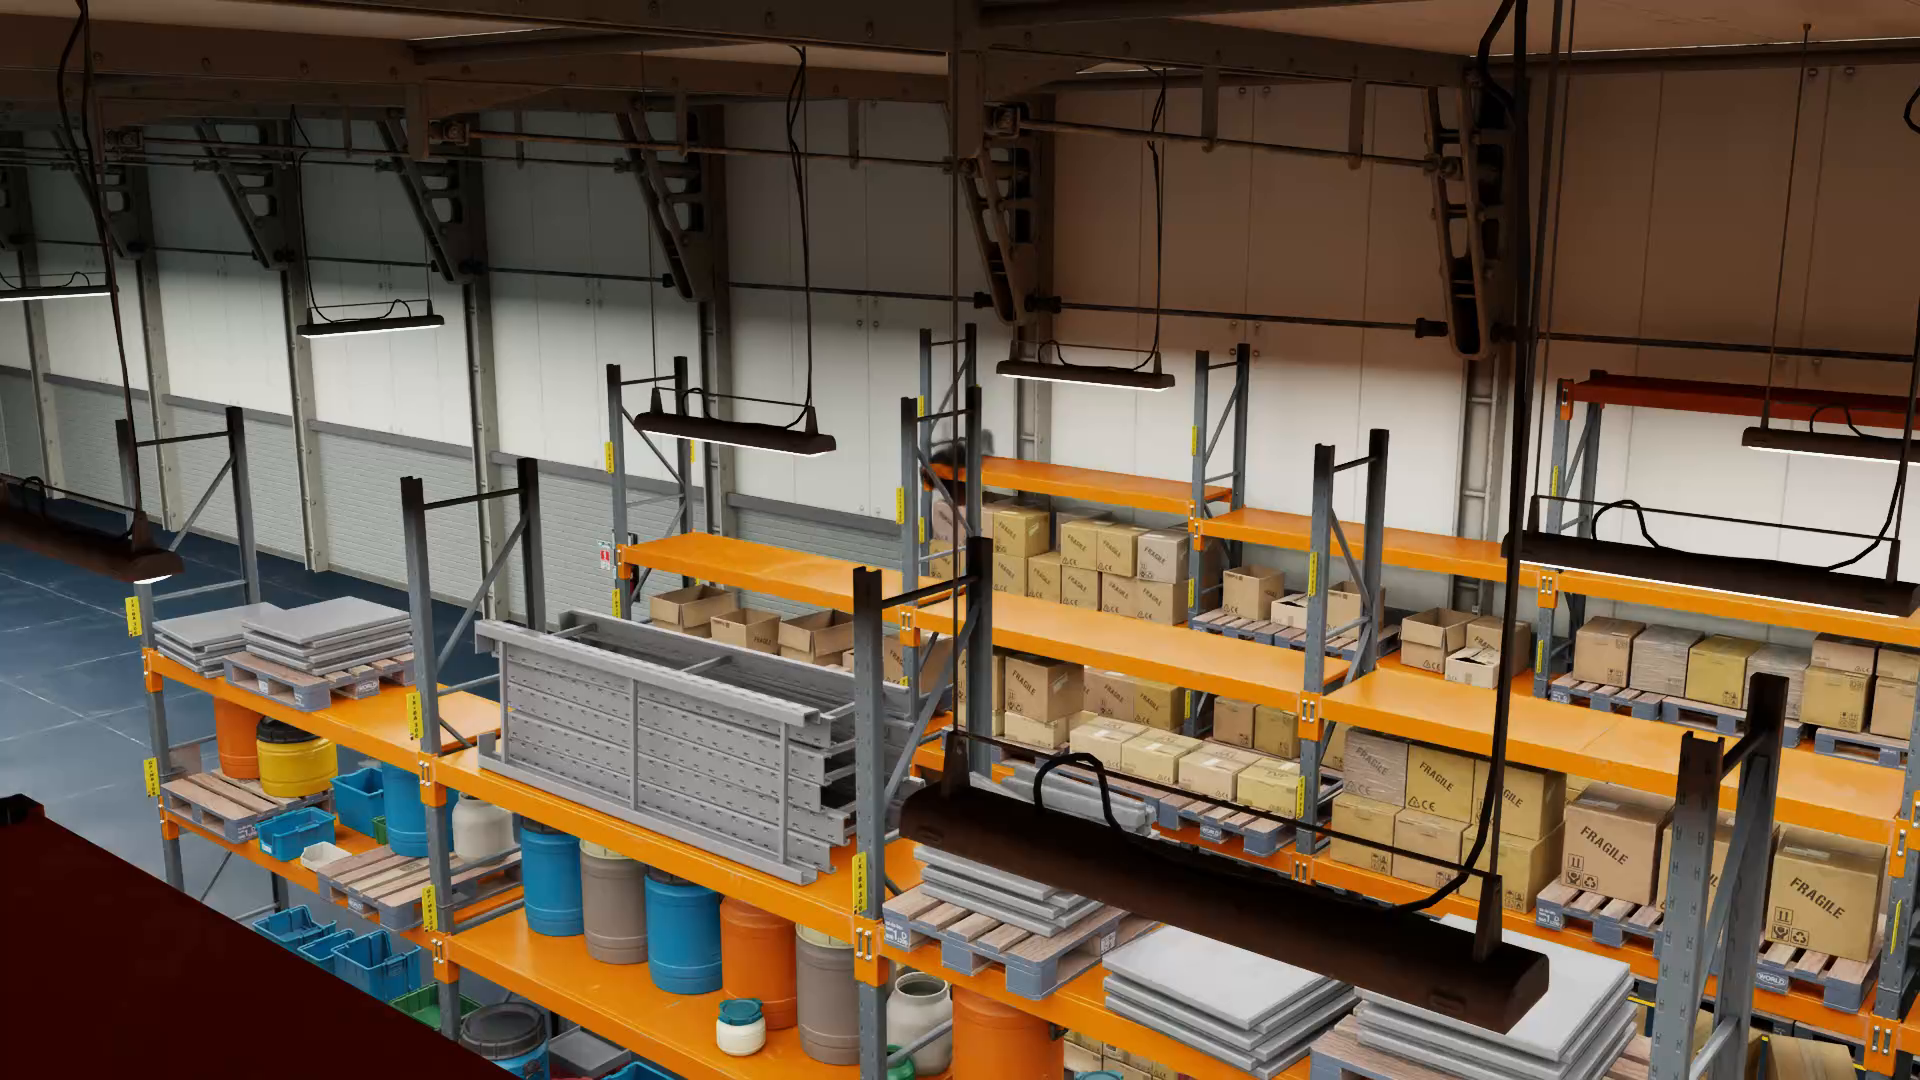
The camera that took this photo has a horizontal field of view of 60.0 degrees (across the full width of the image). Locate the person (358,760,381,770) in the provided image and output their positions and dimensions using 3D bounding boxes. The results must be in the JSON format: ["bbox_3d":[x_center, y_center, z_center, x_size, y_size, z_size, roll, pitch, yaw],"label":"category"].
[{"bbox_3d":[-6.198,3.196,18.626,0.963,1.623,0.656,-8,15,-30],"label":"person"}]
